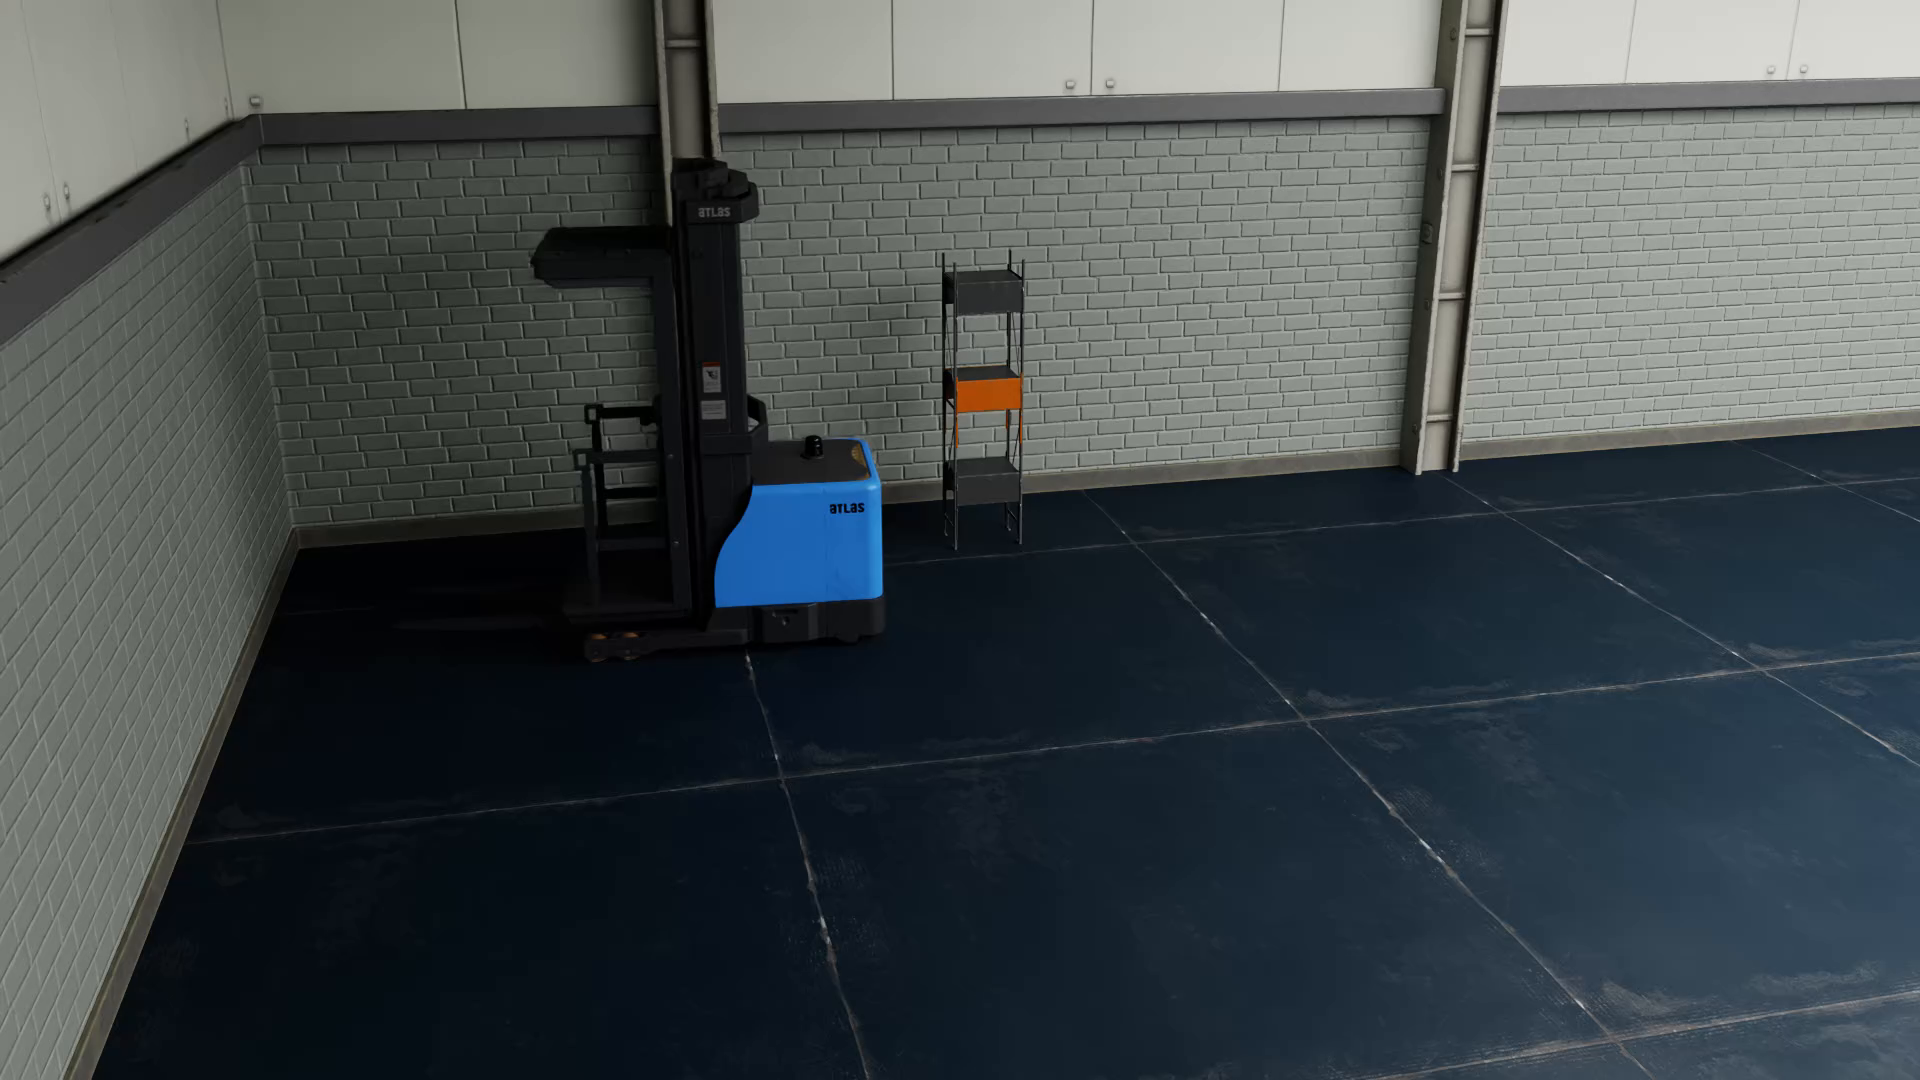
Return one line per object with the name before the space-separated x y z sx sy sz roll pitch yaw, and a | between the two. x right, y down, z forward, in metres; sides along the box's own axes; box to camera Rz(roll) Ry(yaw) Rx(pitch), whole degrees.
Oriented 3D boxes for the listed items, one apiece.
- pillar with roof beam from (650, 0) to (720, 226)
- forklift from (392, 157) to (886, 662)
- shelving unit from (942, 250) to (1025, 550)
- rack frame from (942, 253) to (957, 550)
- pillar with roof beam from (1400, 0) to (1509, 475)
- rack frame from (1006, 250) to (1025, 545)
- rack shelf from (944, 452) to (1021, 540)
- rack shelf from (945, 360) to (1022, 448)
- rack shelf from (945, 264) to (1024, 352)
pillar with roof beam | -0.916 -2.917 7.195 0.400 9.000 9.100 -5 21 -12
forklift | -2.033 -0.818 10.287 3.031 2.935 1.130 -3 20 -8
shelving unit | 0.161 -0.999 11.989 0.503 2.100 0.431 -5 21 -12
rack frame | -0.076 -0.980 11.936 0.015 2.100 0.400 -5 21 -12
pillar with roof beam | 4.923 -3.392 8.491 0.400 9.000 9.100 -5 21 -12
rack frame | 0.399 -1.018 12.042 0.015 2.100 0.400 -5 21 -12
rack shelf | 0.161 -0.329 12.235 0.480 0.518 0.431 -5 21 -12
rack shelf | 0.161 -0.986 11.994 0.480 0.518 0.431 -5 21 -12
rack shelf | 0.161 -1.644 11.753 0.480 0.518 0.431 -5 21 -12
